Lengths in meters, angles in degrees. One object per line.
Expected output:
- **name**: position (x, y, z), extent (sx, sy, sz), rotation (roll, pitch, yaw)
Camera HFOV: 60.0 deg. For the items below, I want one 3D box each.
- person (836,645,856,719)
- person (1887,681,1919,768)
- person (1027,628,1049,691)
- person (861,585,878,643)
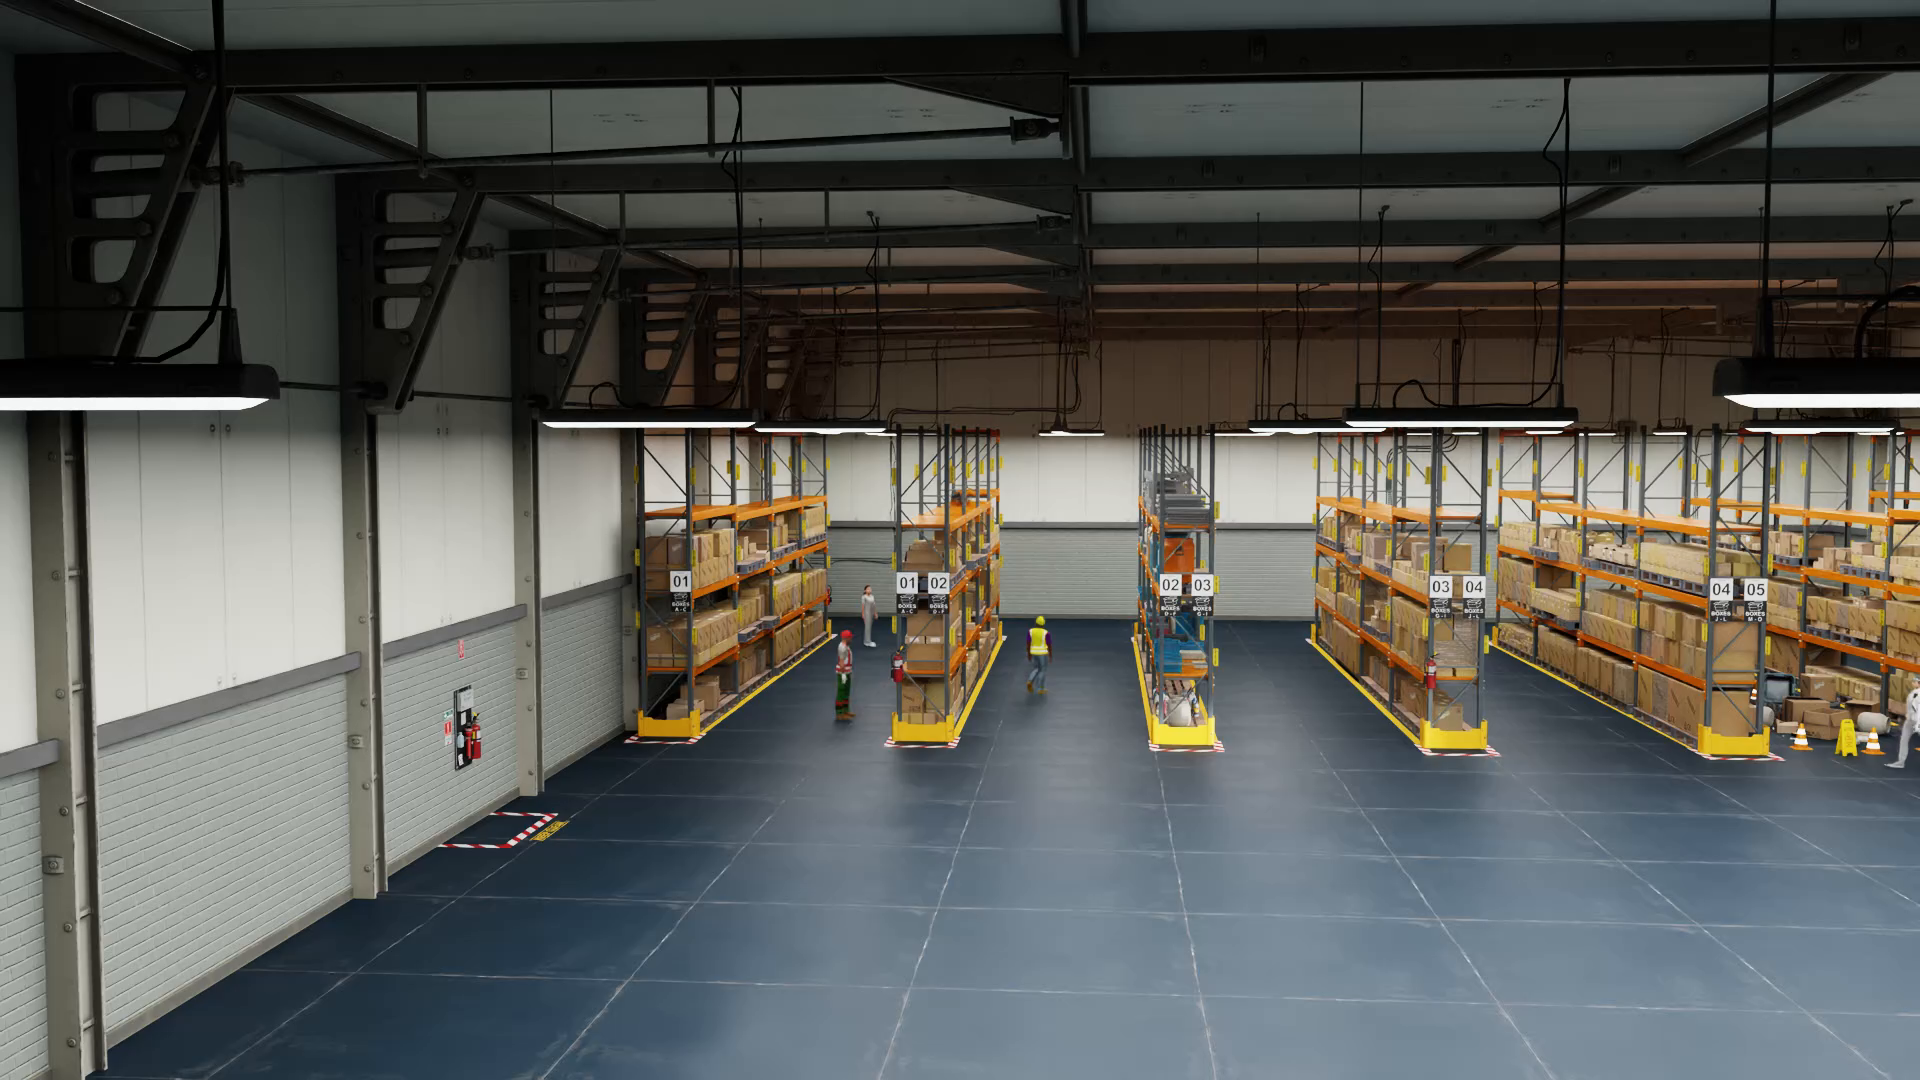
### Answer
- **person**: position (-2.344, 2.881, 34.101), extent (0.397, 1.533, 0.542), rotation (0, 3, 4)
- **person**: position (16.621, 3.155, 28.809), extent (0.957, 1.617, 0.450), rotation (-1, 4, -17)
- **person**: position (1.788, 2.671, 37.201), extent (0.485, 1.423, 0.469), rotation (3, 5, 42)
- **person**: position (-2.526, 2.054, 46.141), extent (0.373, 1.598, 0.494), rotation (2, 4, 26)
